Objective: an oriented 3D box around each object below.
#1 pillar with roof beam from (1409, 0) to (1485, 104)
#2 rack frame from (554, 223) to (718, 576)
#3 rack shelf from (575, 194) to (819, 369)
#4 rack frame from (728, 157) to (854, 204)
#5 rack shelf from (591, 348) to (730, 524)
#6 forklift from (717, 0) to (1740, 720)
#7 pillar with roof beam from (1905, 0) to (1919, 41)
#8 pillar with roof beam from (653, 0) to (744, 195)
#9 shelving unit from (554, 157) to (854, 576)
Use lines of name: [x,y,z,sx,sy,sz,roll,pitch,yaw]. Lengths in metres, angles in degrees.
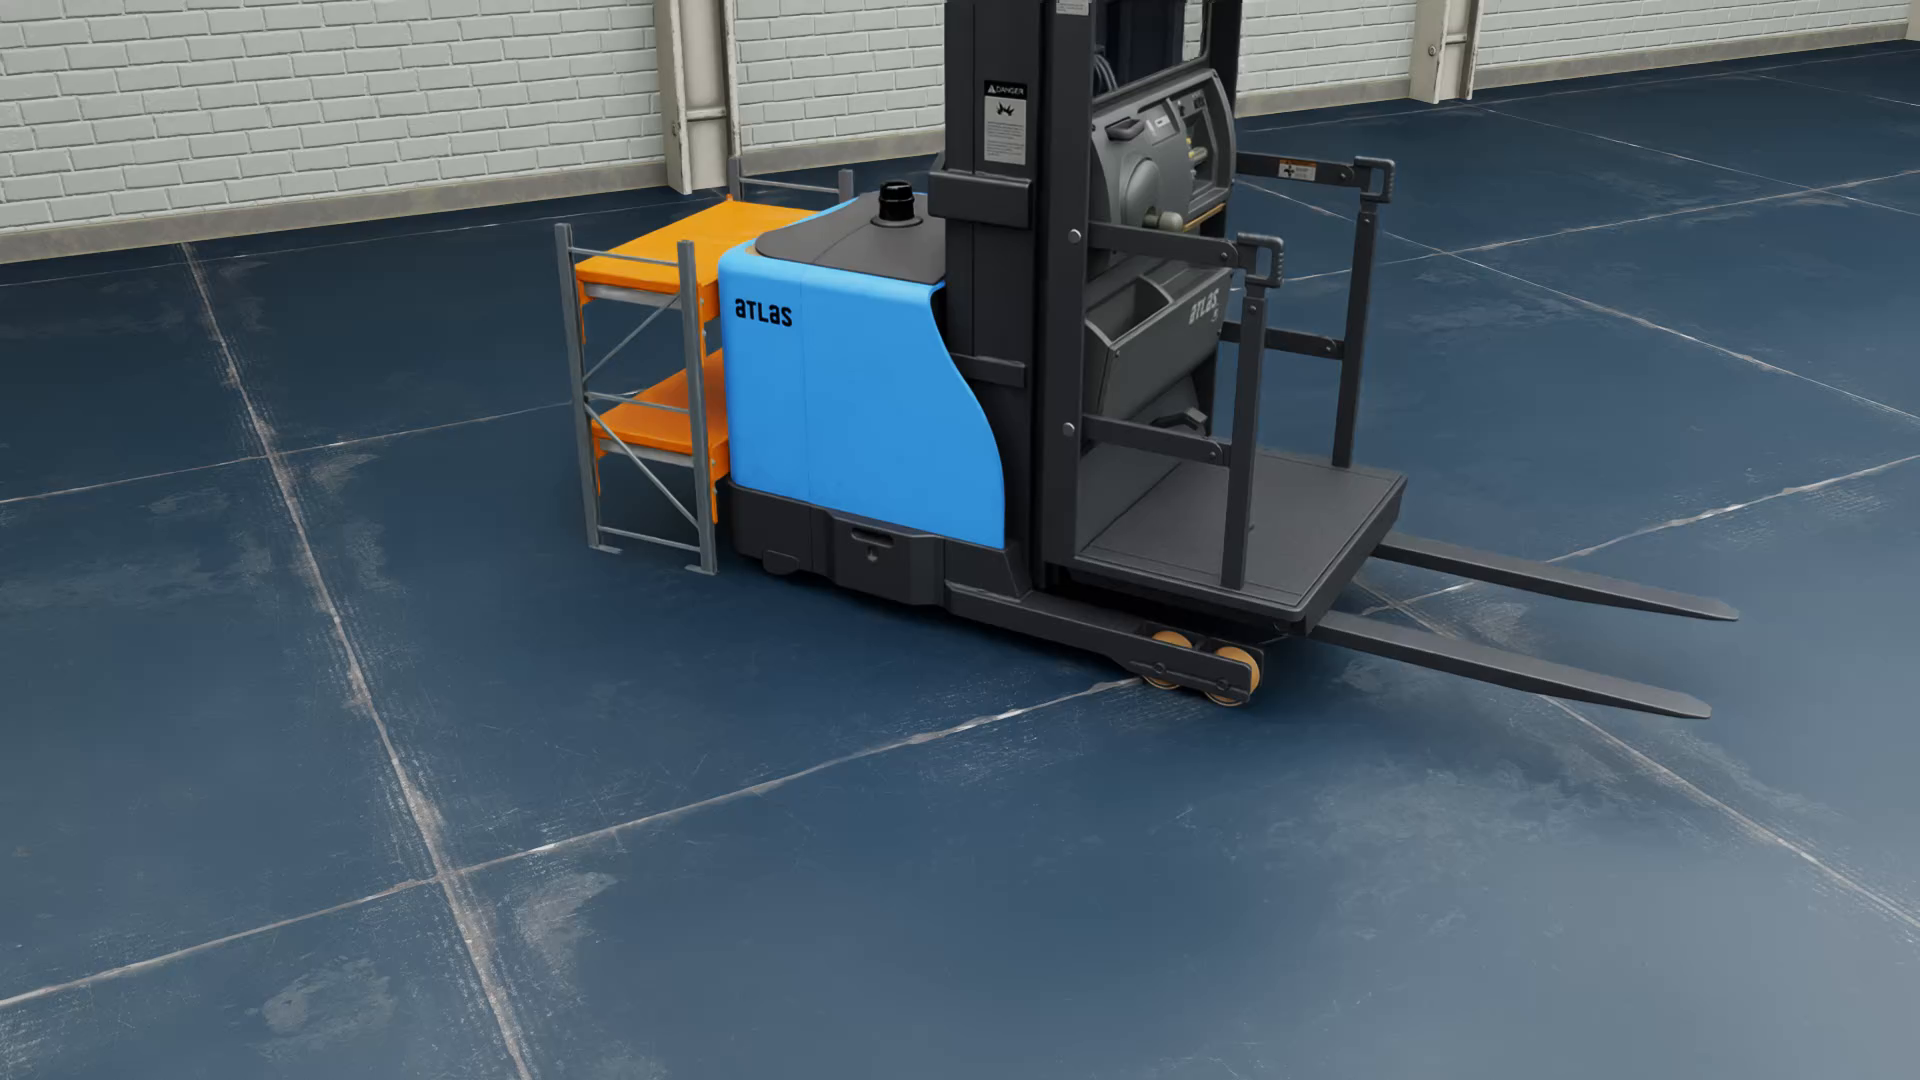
pillar with roof beam: [5.736,-5.838,7.512,0.400,9.000,9.100,-13,29,-25]
rack frame: [-1.039,-0.440,5.367,0.500,1.125,0.032,11,28,22]
rack shelf: [-0.825,-0.904,5.656,0.538,0.278,1.000,11,28,22]
rack frame: [-0.611,-0.839,6.198,0.500,1.125,0.032,11,28,22]
rack shelf: [-0.825,-0.419,5.889,0.538,0.278,1.000,11,28,22]
forklift: [0.771,-1.108,4.672,3.031,2.935,1.130,14,29,26]
pillar with roof beam: [11.031,-7.060,10.057,0.400,9.000,9.100,-13,29,-25]
pillar with roof beam: [0.442,-4.616,4.967,0.400,9.000,9.100,-13,29,-25]
shelving unit: [-0.825,-0.640,5.783,0.538,1.125,1.048,11,28,22]
